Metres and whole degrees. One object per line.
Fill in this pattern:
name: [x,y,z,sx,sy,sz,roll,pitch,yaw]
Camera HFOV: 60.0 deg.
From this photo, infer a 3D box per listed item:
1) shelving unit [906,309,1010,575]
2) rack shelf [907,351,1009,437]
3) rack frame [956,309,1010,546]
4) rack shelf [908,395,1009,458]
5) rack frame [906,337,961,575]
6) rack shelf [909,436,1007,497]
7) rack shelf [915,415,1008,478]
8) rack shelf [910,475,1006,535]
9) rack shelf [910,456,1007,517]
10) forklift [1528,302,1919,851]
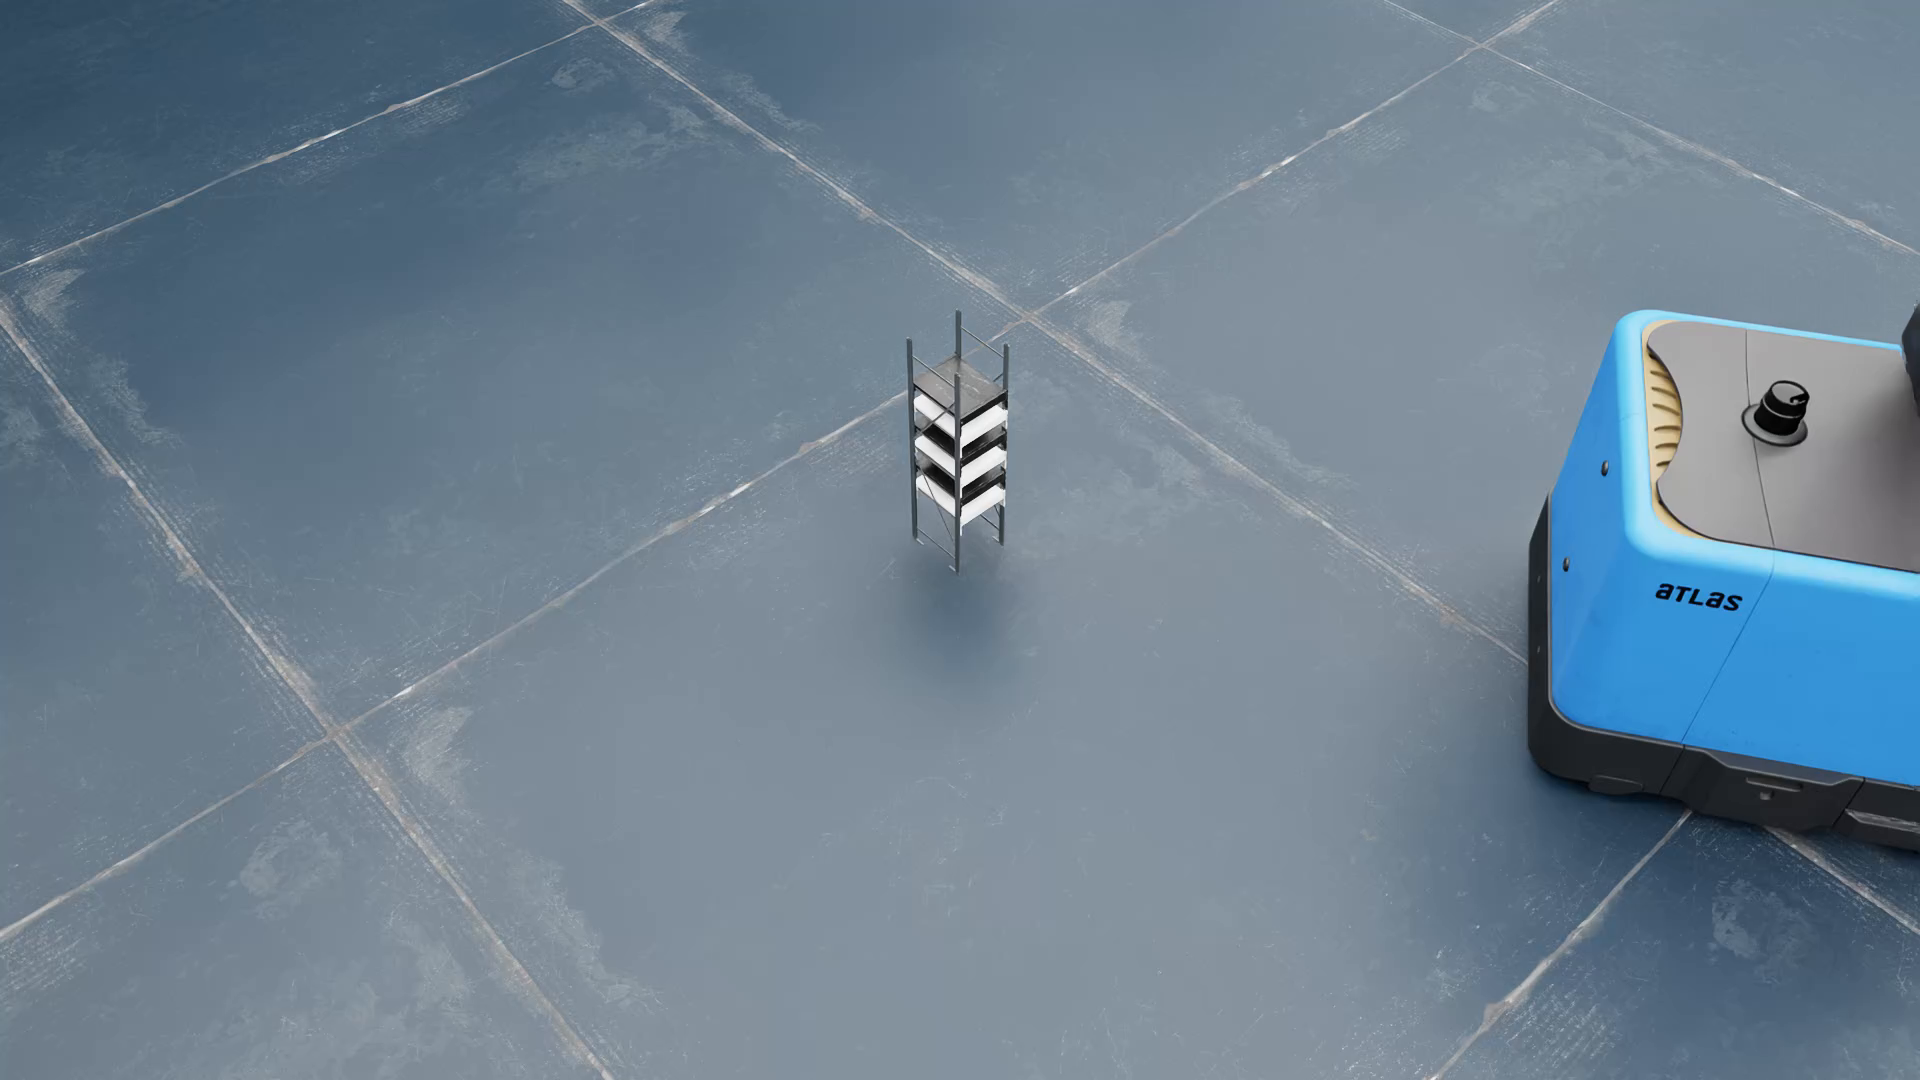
shelving unit: [-0.006,-0.301,5.416,0.210,0.900,0.258,-34,56,-27]
rack shelf: [-0.006,-0.462,5.242,0.200,0.077,0.258,-34,56,-27]
rack frame: [0.069,-0.351,5.462,0.006,0.900,0.240,-34,56,-27]
rack shelf: [-0.006,-0.401,5.308,0.200,0.077,0.258,-34,56,-27]
rack frame: [-0.081,-0.251,5.369,0.006,0.900,0.240,-34,56,-27]
rack shelf: [-0.006,-0.279,5.440,0.200,0.077,0.258,-34,56,-27]
rack shelf: [-0.006,-0.340,5.374,0.200,0.077,0.258,-34,56,-27]
rack shelf: [-0.006,-0.156,5.572,0.200,0.077,0.258,-34,56,-27]
rack shelf: [-0.006,-0.218,5.506,0.200,0.077,0.258,-34,56,-27]
forklift: [3.306,-0.368,4.095,3.031,2.935,1.130,10,48,9]
